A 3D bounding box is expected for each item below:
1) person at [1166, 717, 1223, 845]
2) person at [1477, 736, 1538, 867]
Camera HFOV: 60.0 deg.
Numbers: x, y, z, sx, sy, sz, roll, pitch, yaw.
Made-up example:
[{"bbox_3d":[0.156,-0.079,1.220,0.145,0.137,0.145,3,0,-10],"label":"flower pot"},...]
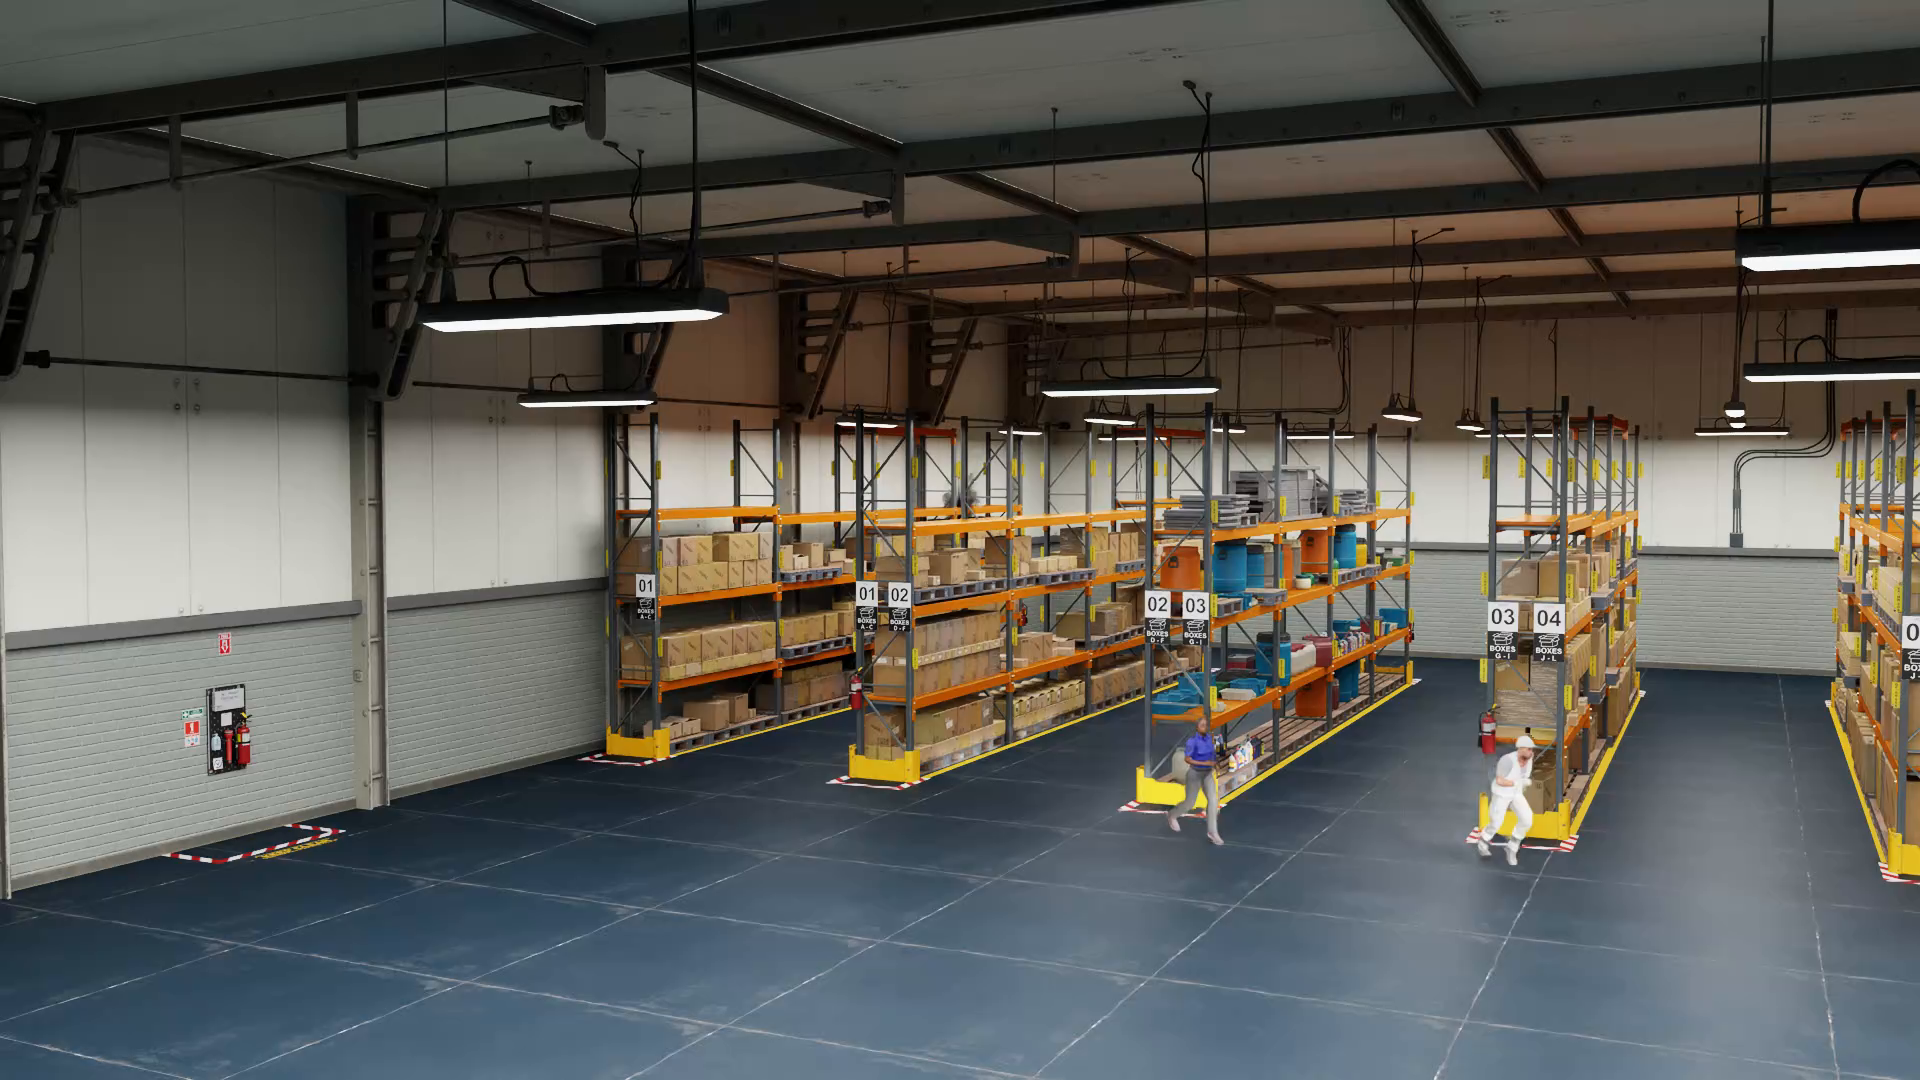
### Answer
[{"bbox_3d":[3.225,3.272,22.551,0.587,1.594,0.936,-1,3,-32],"label":"person"},{"bbox_3d":[6.979,3.270,21.078,0.702,1.664,0.960,-1,3,-24],"label":"person"}]
